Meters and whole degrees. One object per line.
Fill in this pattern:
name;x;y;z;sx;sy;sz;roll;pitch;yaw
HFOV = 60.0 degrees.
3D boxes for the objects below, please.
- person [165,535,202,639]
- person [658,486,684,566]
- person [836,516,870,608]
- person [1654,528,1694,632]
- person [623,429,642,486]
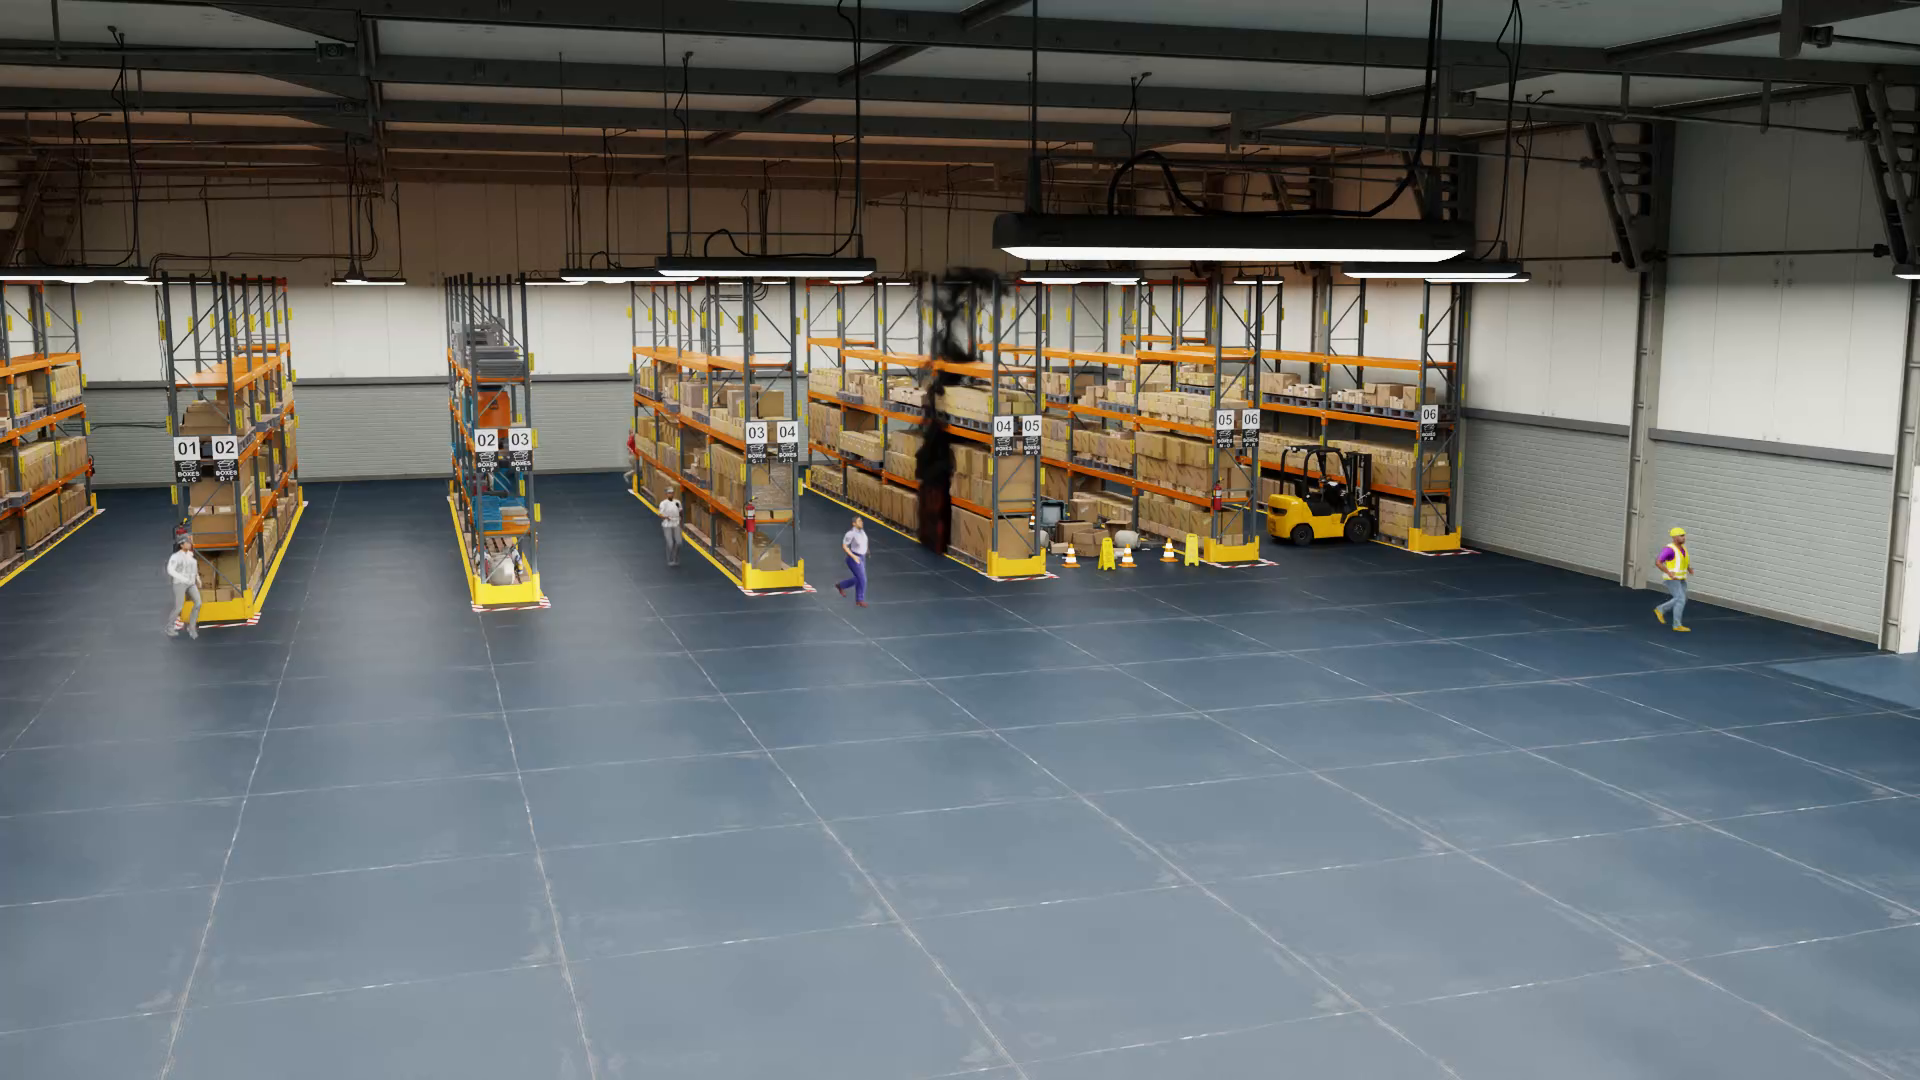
person;-12.819;0.767;27.559;0.611;1.708;0.661;4;10;26
person;-5.931;-0.278;34.351;0.563;1.663;0.572;-3;9;-21
person;-1.944;0.374;30.131;0.746;1.653;0.605;4;9;25
person;12.035;0.652;28.022;0.730;1.741;0.715;-6;11;-36
person;-9.514;-2.386;48.326;0.566;1.688;0.659;-1;9;-9
